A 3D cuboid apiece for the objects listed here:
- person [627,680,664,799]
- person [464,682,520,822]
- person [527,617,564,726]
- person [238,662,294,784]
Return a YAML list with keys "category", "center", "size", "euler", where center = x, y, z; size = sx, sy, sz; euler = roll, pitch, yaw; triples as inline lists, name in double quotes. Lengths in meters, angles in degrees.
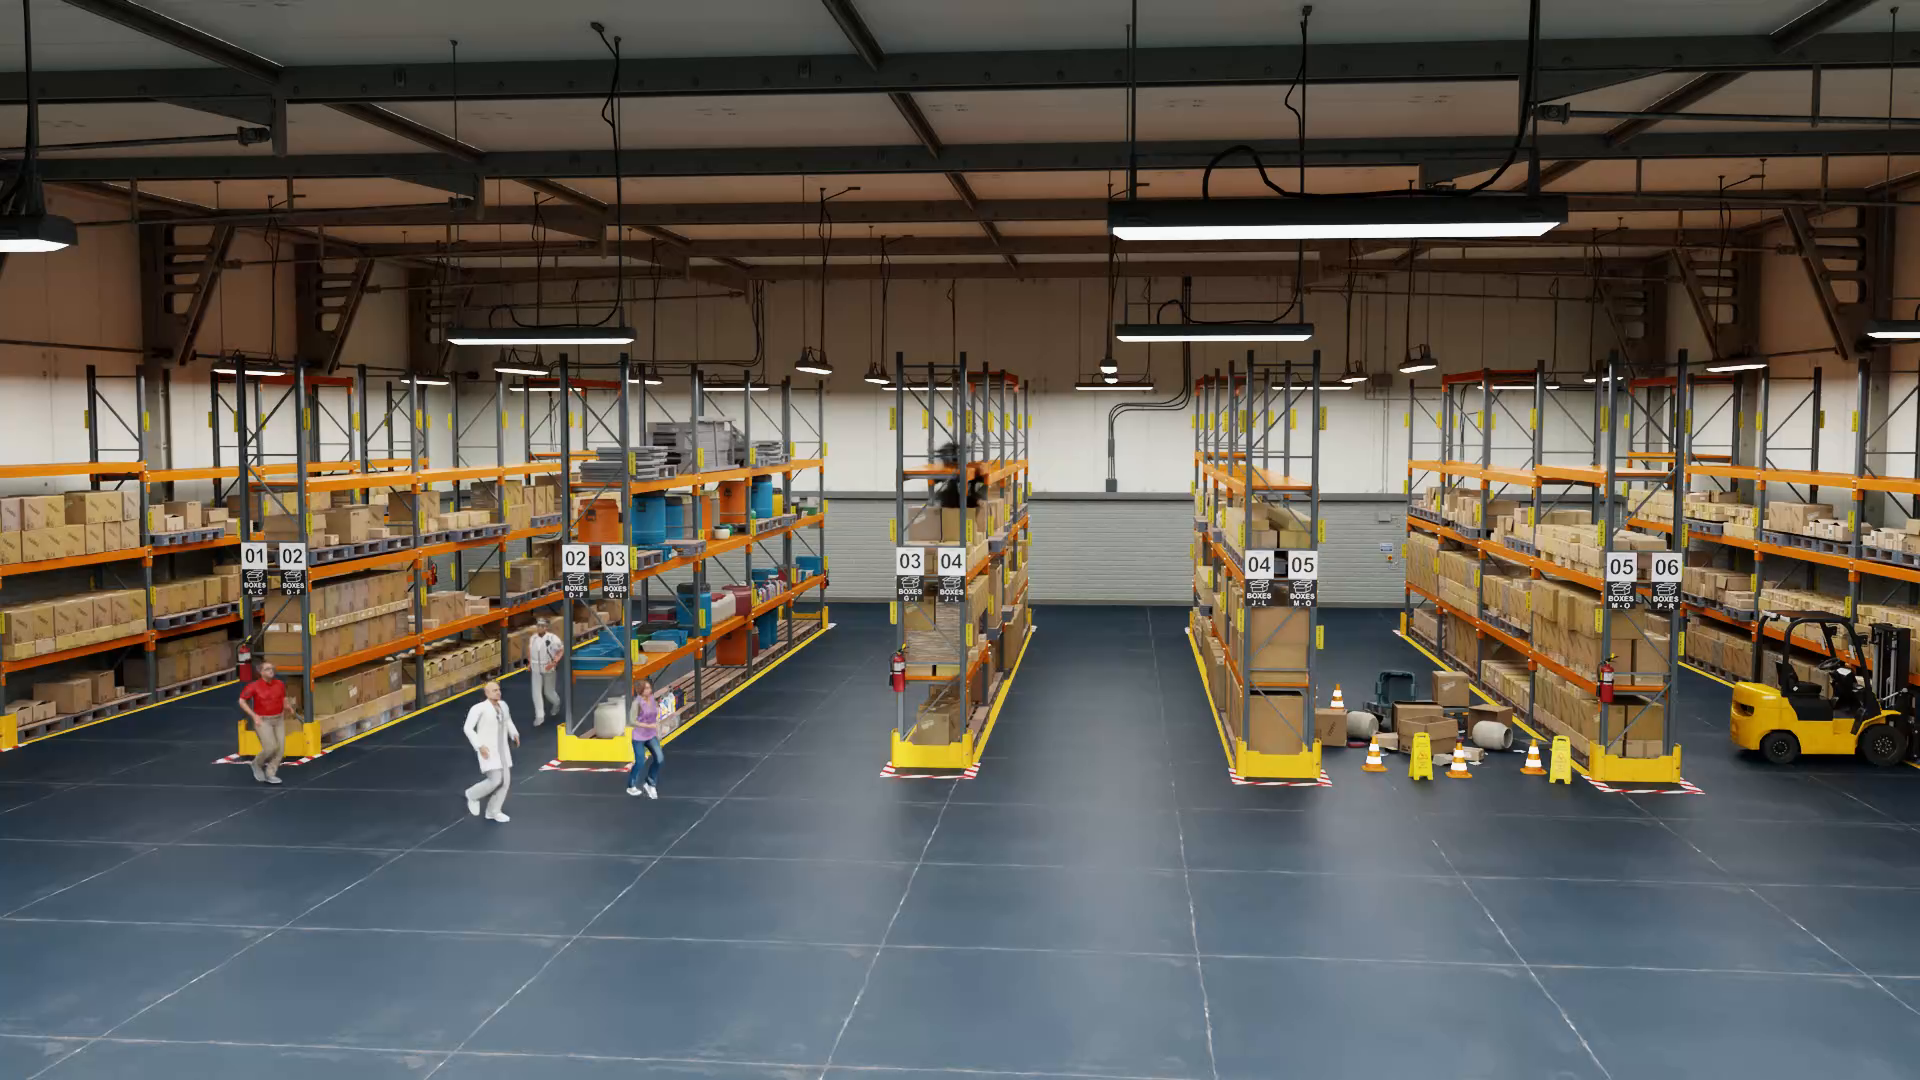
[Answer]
- category: "person"
  center: [-4.151, 2.651, 22.021]
  size: [0.670, 1.624, 0.566]
  euler: [3, 5, 38]
- category: "person"
  center: [-5.900, 2.650, 20.924]
  size: [0.636, 1.750, 0.731]
  euler: [2, 5, 30]
- category: "person"
  center: [-6.920, 2.165, 27.740]
  size: [0.675, 1.784, 0.868]
  euler: [0, 4, 4]
- category: "person"
  center: [-9.537, 2.560, 22.984]
  size: [0.598, 1.613, 0.679]
  euler: [3, 5, 34]
